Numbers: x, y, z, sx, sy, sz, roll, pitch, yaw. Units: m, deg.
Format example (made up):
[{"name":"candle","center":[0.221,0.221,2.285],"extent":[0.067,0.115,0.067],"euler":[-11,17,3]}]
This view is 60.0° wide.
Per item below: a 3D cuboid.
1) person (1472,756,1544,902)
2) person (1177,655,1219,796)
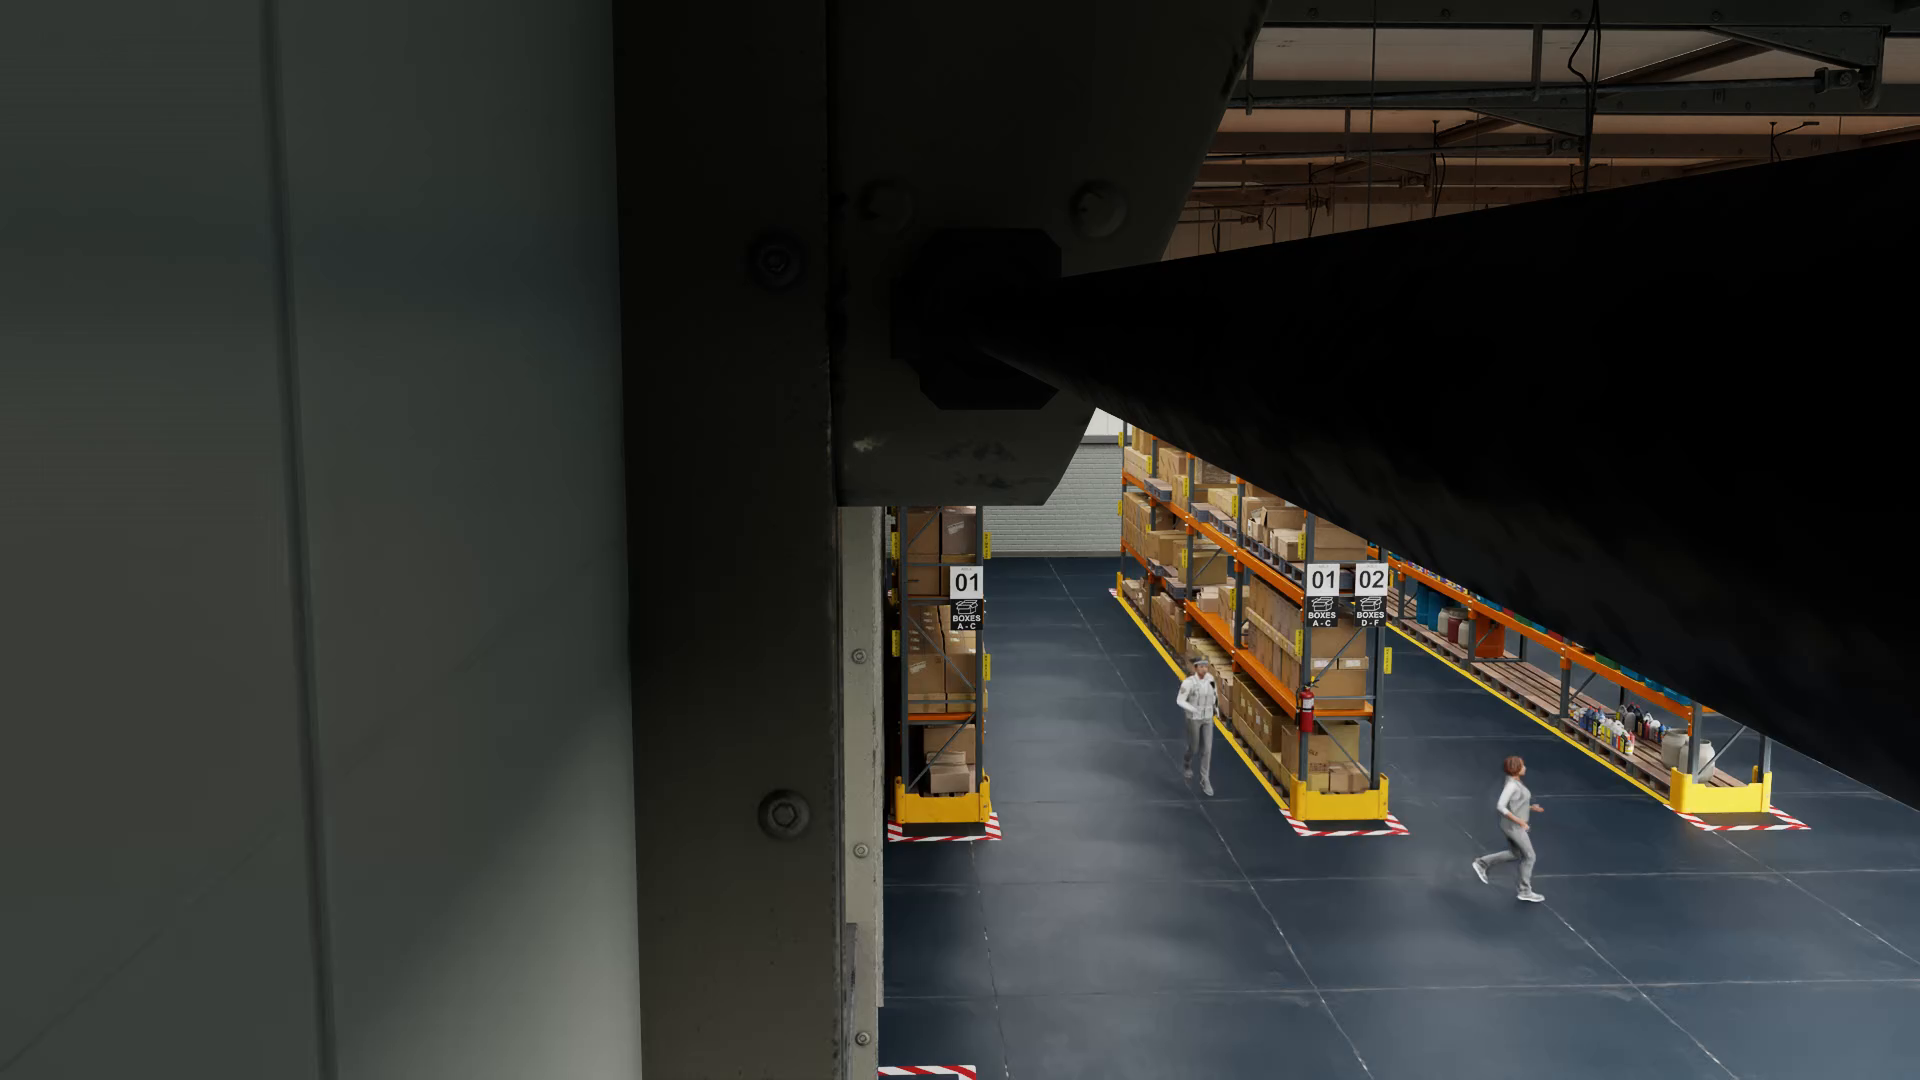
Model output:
[{"name":"person","center":[5.886,3.072,17.780],"extent":[0.755,1.563,0.547],"euler":[3,8,19]},{"name":"person","center":[3.039,2.292,21.088],"extent":[0.641,1.739,0.795],"euler":[-3,9,-19]}]
